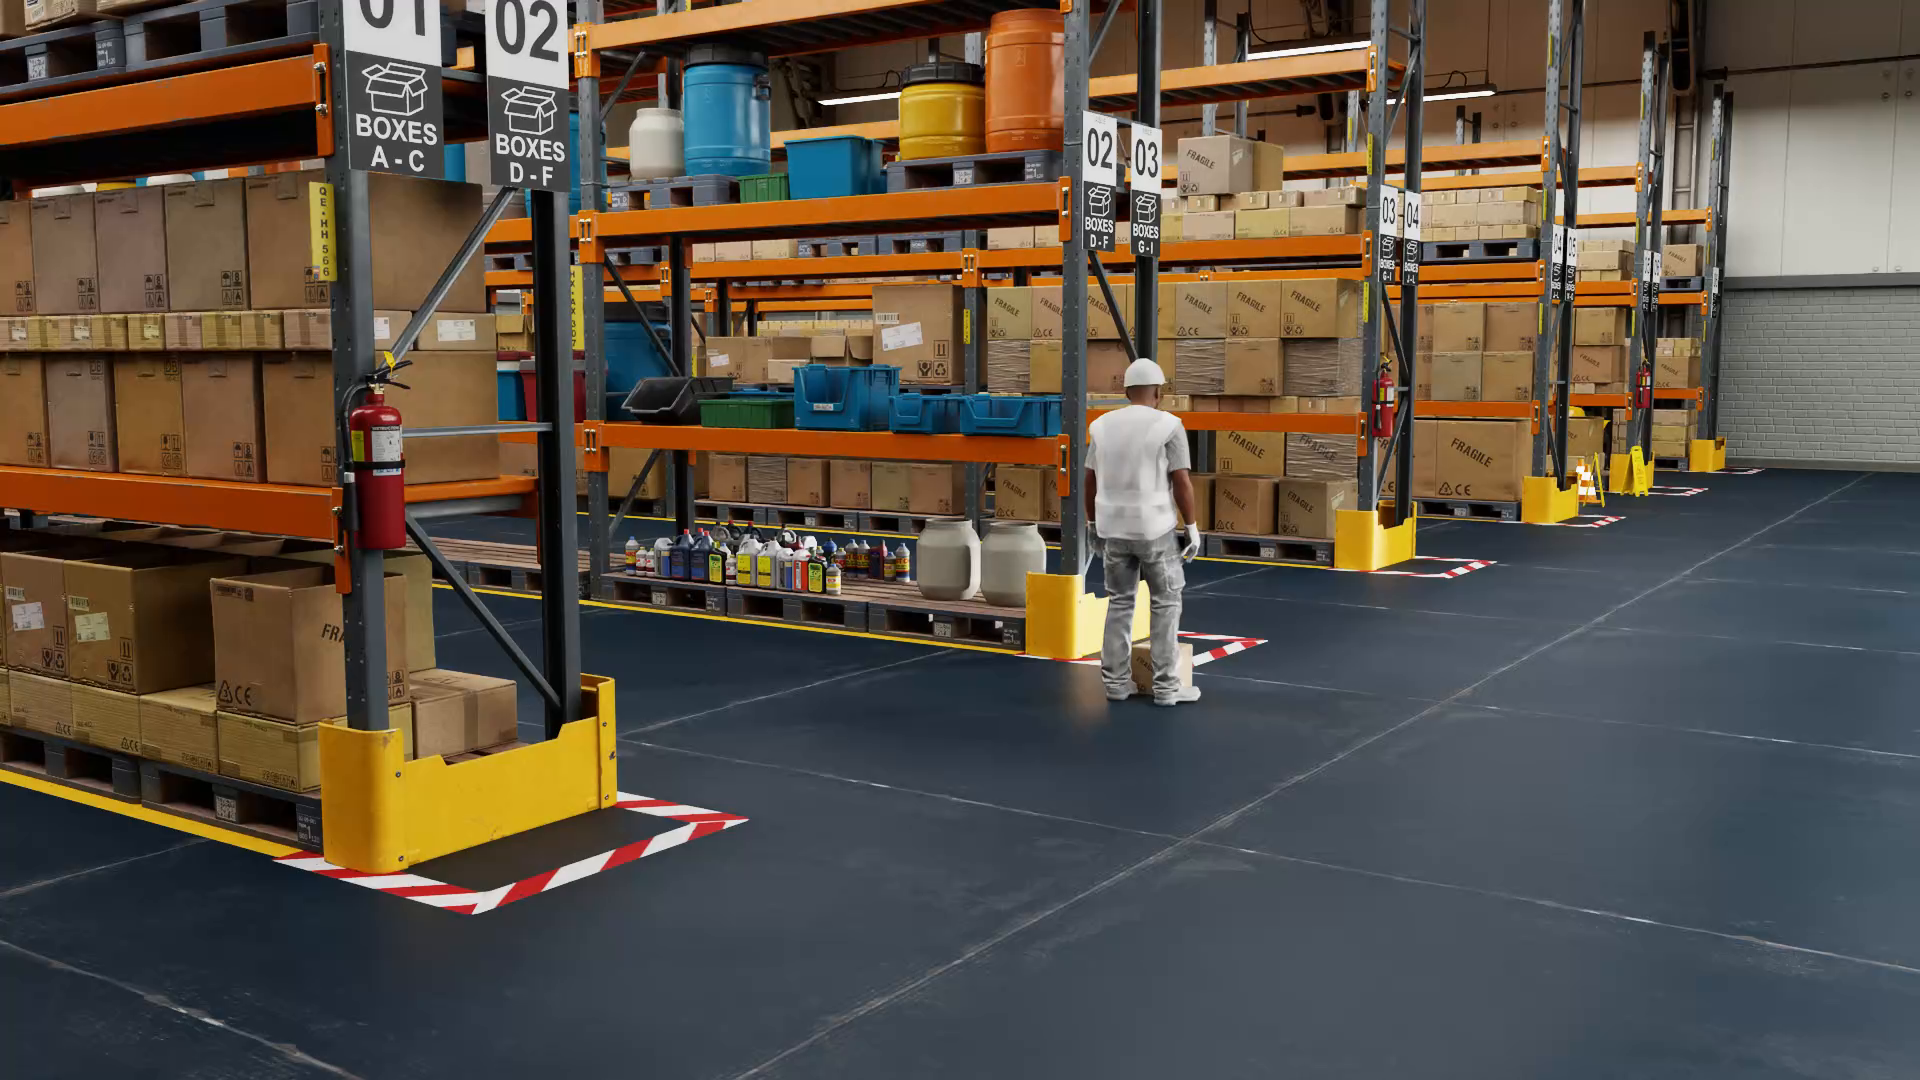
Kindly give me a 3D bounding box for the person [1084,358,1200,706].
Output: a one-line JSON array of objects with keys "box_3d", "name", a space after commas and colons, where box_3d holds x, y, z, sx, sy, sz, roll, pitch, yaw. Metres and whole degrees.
[{"box_3d": [0.939, -0.050, 8.630, 0.629, 1.775, 0.445, 4, 7, 33], "name": "person"}]
